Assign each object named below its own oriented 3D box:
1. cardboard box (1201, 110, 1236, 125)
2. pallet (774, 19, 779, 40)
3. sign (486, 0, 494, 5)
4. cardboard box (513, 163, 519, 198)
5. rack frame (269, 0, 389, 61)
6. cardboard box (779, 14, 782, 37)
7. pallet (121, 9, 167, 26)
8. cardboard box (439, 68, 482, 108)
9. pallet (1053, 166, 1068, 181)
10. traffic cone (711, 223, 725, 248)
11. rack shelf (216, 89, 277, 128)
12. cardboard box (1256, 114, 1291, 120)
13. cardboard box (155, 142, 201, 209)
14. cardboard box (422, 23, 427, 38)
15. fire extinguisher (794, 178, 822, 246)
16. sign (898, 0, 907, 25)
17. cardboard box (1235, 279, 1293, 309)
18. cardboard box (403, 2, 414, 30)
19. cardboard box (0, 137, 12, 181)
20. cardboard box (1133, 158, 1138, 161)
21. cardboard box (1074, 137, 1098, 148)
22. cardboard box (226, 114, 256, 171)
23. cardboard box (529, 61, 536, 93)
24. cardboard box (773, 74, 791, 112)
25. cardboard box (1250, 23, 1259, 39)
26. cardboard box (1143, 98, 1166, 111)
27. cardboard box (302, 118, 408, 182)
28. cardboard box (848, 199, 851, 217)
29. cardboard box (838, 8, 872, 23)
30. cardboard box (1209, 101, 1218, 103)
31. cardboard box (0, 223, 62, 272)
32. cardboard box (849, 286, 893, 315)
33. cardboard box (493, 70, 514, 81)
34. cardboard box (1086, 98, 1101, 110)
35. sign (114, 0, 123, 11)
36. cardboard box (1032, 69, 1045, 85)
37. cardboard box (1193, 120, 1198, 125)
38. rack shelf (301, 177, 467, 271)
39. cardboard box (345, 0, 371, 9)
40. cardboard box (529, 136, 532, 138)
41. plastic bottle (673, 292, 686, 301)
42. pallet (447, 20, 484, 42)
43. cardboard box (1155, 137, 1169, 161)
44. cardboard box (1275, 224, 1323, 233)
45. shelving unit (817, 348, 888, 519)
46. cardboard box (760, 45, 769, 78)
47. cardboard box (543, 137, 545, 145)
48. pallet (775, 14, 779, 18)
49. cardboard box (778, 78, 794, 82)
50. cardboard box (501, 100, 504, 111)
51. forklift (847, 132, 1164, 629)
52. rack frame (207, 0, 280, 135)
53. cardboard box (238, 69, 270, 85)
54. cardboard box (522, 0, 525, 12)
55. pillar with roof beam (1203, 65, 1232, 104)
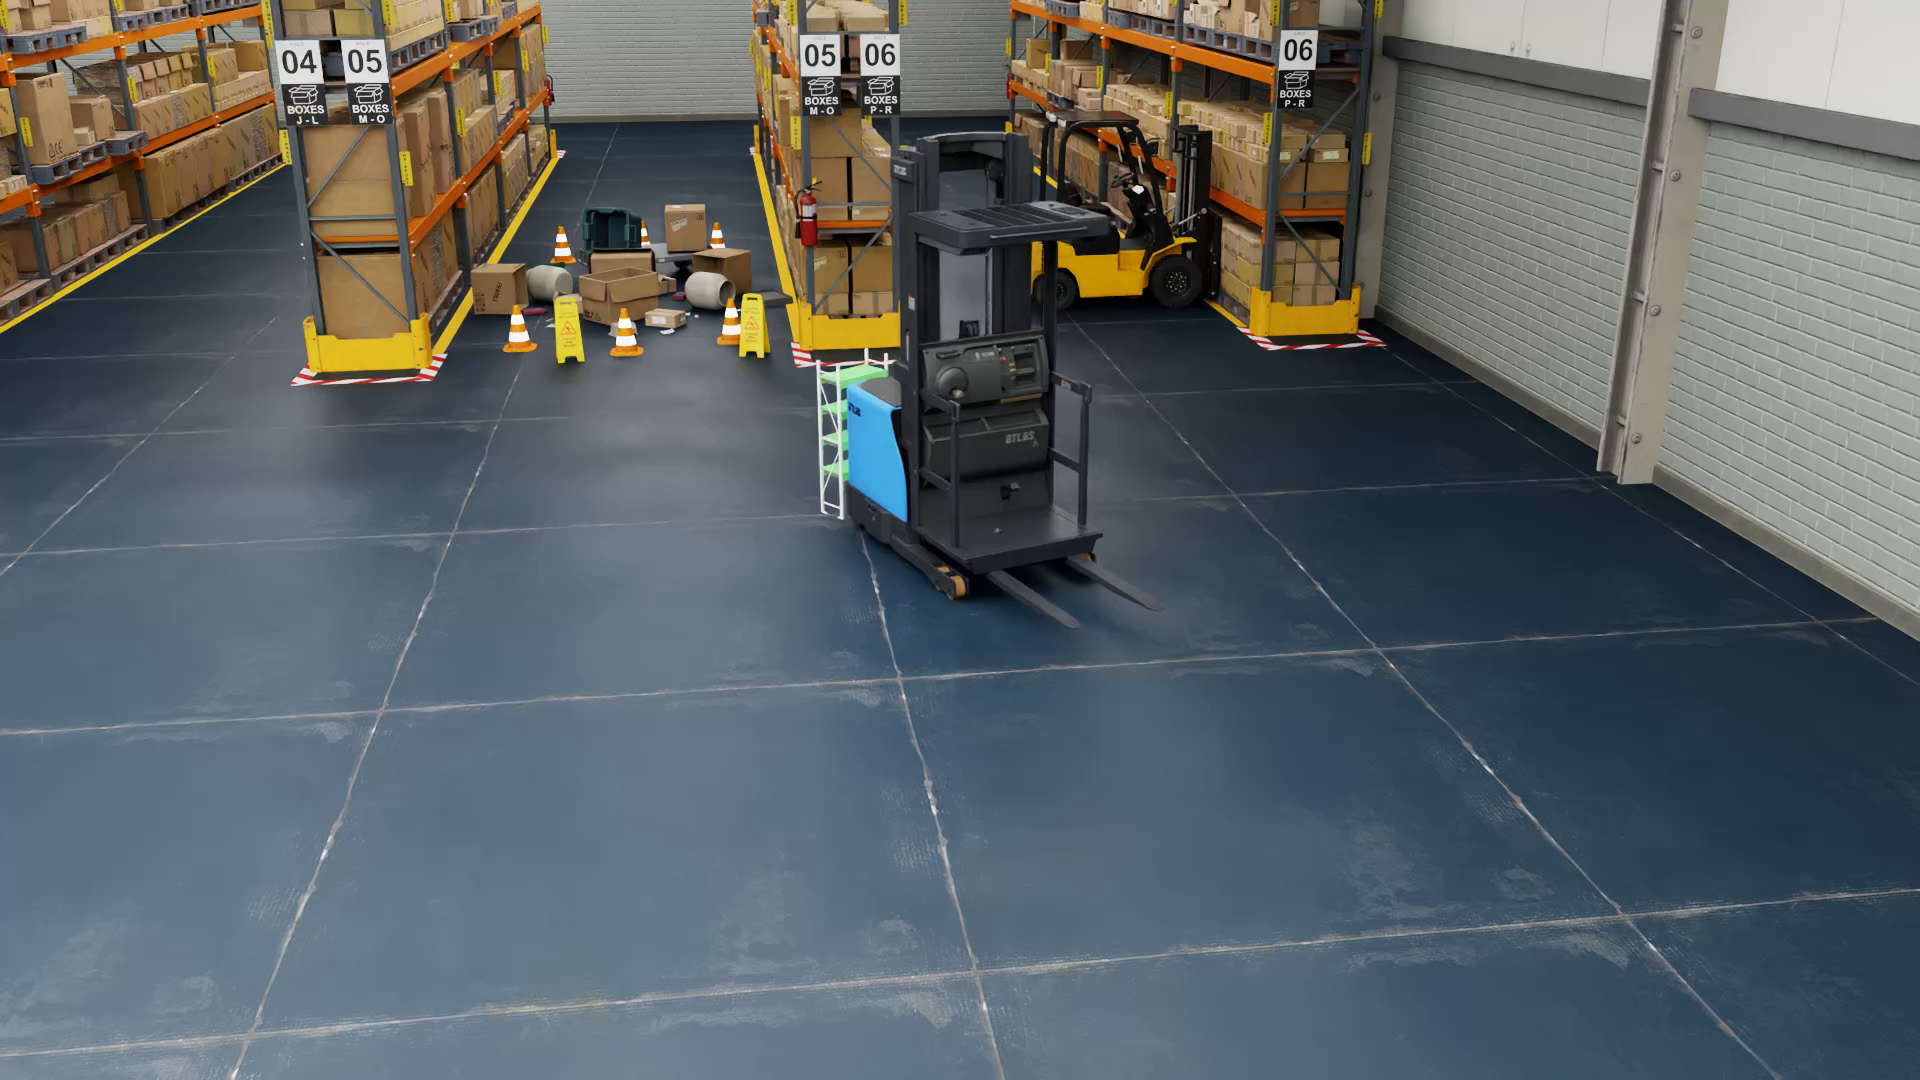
[{"bbox_3d":[3.143,-5.114,20.127,0.380,0.149,0.250,-3,21,-9],"label":"cardboard box"},{"bbox_3d":[-1.829,-6.750,21.982,1.213,0.211,1.003,-3,21,-8],"label":"pallet"},{"bbox_3d":[-6.603,-7.664,23.311,0.100,0.325,0.005,-3,21,-8],"label":"sign"},{"bbox_3d":[-7.158,-5.590,25.868,0.500,0.500,0.500,-3,21,-9],"label":"cardboard box"},{"bbox_3d":[-6.000,-5.995,15.407,1.000,3.000,0.127,-3,21,-8],"label":"rack frame"},{"bbox_3d":[-1.901,-6.163,19.931,0.500,0.250,0.500,-3,21,-9],"label":"cardboard box"},{"bbox_3d":[-12.386,-7.664,24.431,1.003,0.211,1.213,-2,21,-5],"label":"pallet"},{"bbox_3d":[-7.099,-6.314,23.263,0.700,0.500,0.500,-3,21,-8],"label":"cardboard box"},{"bbox_3d":[2.220,-6.290,28.756,1.003,0.211,1.213,-3,21,-8],"label":"pallet"},{"bbox_3d":[-3.257,-4.025,22.331,0.336,0.463,0.334,-3,21,-8],"label":"traffic cone"},{"bbox_3d":[-12.941,-7.480,28.984,1.077,0.370,4.000,-3,21,-8],"label":"rack shelf"},{"bbox_3d":[3.721,-4.967,19.732,0.380,0.149,0.250,-2,21,-6],"label":"cardboard box"},{"bbox_3d":[-12.276,-5.490,25.065,1.225,0.875,0.875,-3,21,-8],"label":"cardboard box"},{"bbox_3d":[-6.023,-5.550,18.118,0.380,0.149,0.250,-3,21,-8],"label":"cardboard box"},{"bbox_3d":[-1.556,-3.371,17.064,0.296,0.674,0.183,-3,21,-8],"label":"fire extinguisher"},{"bbox_3d":[-0.580,-5.312,16.614,0.100,0.325,0.005,-3,21,-8],"label":"sign"},{"bbox_3d":[3.414,-2.777,18.693,0.500,0.250,0.500,-3,21,-7],"label":"cardboard box"},{"bbox_3d":[-5.964,-5.433,17.235,0.500,0.250,0.500,-3,21,-8],"label":"cardboard box"},{"bbox_3d":[-11.496,-4.382,19.094,0.875,0.500,0.500,-3,21,-8],"label":"cardboard box"},{"bbox_3d":[2.875,-6.017,26.085,0.380,0.149,0.250,-2,21,-5],"label":"cardboard box"},{"bbox_3d":[2.104,-6.619,27.697,0.380,0.149,0.250,-2,21,-6],"label":"cardboard box"},{"bbox_3d":[-12.799,-6.870,28.760,0.875,0.875,0.875,-3,21,-8],"label":"cardboard box"},{"bbox_3d":[-7.668,-8.057,28.934,0.500,0.500,0.500,-3,21,-9],"label":"cardboard box"},{"bbox_3d":[-2.434,-6.455,24.043,0.500,0.500,0.500,-4,21,-9],"label":"cardboard box"},{"bbox_3d":[3.375,-5.524,18.048,0.380,0.149,0.250,-4,21,-9],"label":"cardboard box"},{"bbox_3d":[2.736,-6.005,22.937,0.380,0.149,0.250,-3,21,-7],"label":"cardboard box"},{"bbox_3d":[-6.015,-3.892,16.591,0.875,0.550,0.550,-3,21,-8],"label":"cardboard box"},{"bbox_3d":[-1.011,-3.567,17.838,0.380,0.149,0.250,-3,21,-7],"label":"cardboard box"},{"bbox_3d":[-1.154,-5.793,18.370,0.380,0.149,0.250,-2,21,-7],"label":"cardboard box"},{"bbox_3d":[3.300,-5.859,22.546,0.380,0.149,0.250,-3,21,-8],"label":"cardboard box"},{"bbox_3d":[-11.567,-3.604,20.521,0.700,0.500,0.500,-5,21,-12],"label":"cardboard box"},{"bbox_3d":[-0.959,-2.672,18.411,0.500,0.250,0.500,-3,21,-8],"label":"cardboard box"},{"bbox_3d":[-7.479,-7.568,27.101,0.380,0.149,0.250,-2,21,-5],"label":"cardboard box"},{"bbox_3d":[2.167,-6.778,25.836,0.380,0.149,0.250,-3,21,-7],"label":"cardboard box"},{"bbox_3d":[-11.539,-7.414,22.753,0.100,0.325,0.005,-3,21,-8],"label":"sign"},{"bbox_3d":[1.604,-8.455,30.356,0.500,0.250,0.500,-3,21,-8],"label":"cardboard box"},{"bbox_3d":[3.070,-5.066,20.422,0.380,0.149,0.250,-2,21,-7],"label":"cardboard box"},{"bbox_3d":[-6.289,-3.540,18.437,1.077,0.370,4.000,-3,21,-8],"label":"rack shelf"},{"bbox_3d":[-5.733,-5.221,16.098,0.380,0.149,0.250,-3,21,-7],"label":"cardboard box"},{"bbox_3d":[-7.778,-7.064,29.467,0.380,0.149,0.250,-4,21,-10],"label":"cardboard box"},{"bbox_3d":[-3.363,-2.937,19.991,0.133,0.061,0.283,1,20,2],"label":"plastic bottle"},{"bbox_3d":[-6.844,-6.664,21.755,1.003,0.211,1.213,-2,21,-5],"label":"pallet"},{"bbox_3d":[2.887,-5.197,22.059,0.500,0.250,0.500,-2,21,-7],"label":"cardboard box"},{"bbox_3d":[3.837,-3.447,19.059,0.500,0.250,0.500,-3,21,-8],"label":"cardboard box"},{"bbox_3d":[-0.806,-0.811,12.671,0.258,1.200,0.503,19,27,41],"label":"shelving unit"},{"bbox_3d":[-3.067,-7.973,27.704,0.500,0.500,0.500,-3,21,-7],"label":"cardboard box"},{"bbox_3d":[-7.872,-7.377,30.730,0.380,0.149,0.250,-4,21,-10],"label":"cardboard box"},{"bbox_3d":[-2.665,-8.625,27.008,0.805,0.209,1.217,-4,21,-10],"label":"pallet"},{"bbox_3d":[-1.844,-5.346,20.245,0.700,0.500,0.500,-3,21,-8],"label":"cardboard box"},{"bbox_3d":[-7.211,-6.658,25.514,0.380,0.149,0.250,-3,21,-7],"label":"cardboard box"},{"bbox_3d":[0.281,-1.148,11.101,1.130,2.935,3.031,-10,23,-26],"label":"forklift"},{"bbox_3d":[-13.229,-8.510,30.713,1.000,3.000,0.127,-3,21,-8],"label":"rack frame"},{"bbox_3d":[-12.897,-8.424,30.273,0.500,0.250,0.500,-3,21,-9],"label":"cardboard box"},{"bbox_3d":[-7.617,-9.021,28.010,0.500,0.250,0.500,-3,21,-9],"label":"cardboard box"},{"bbox_3d":[-0.539,-8.678,22.591,9.100,9.000,0.400,-3,21,-8],"label":"pillar with roof beam"}]
